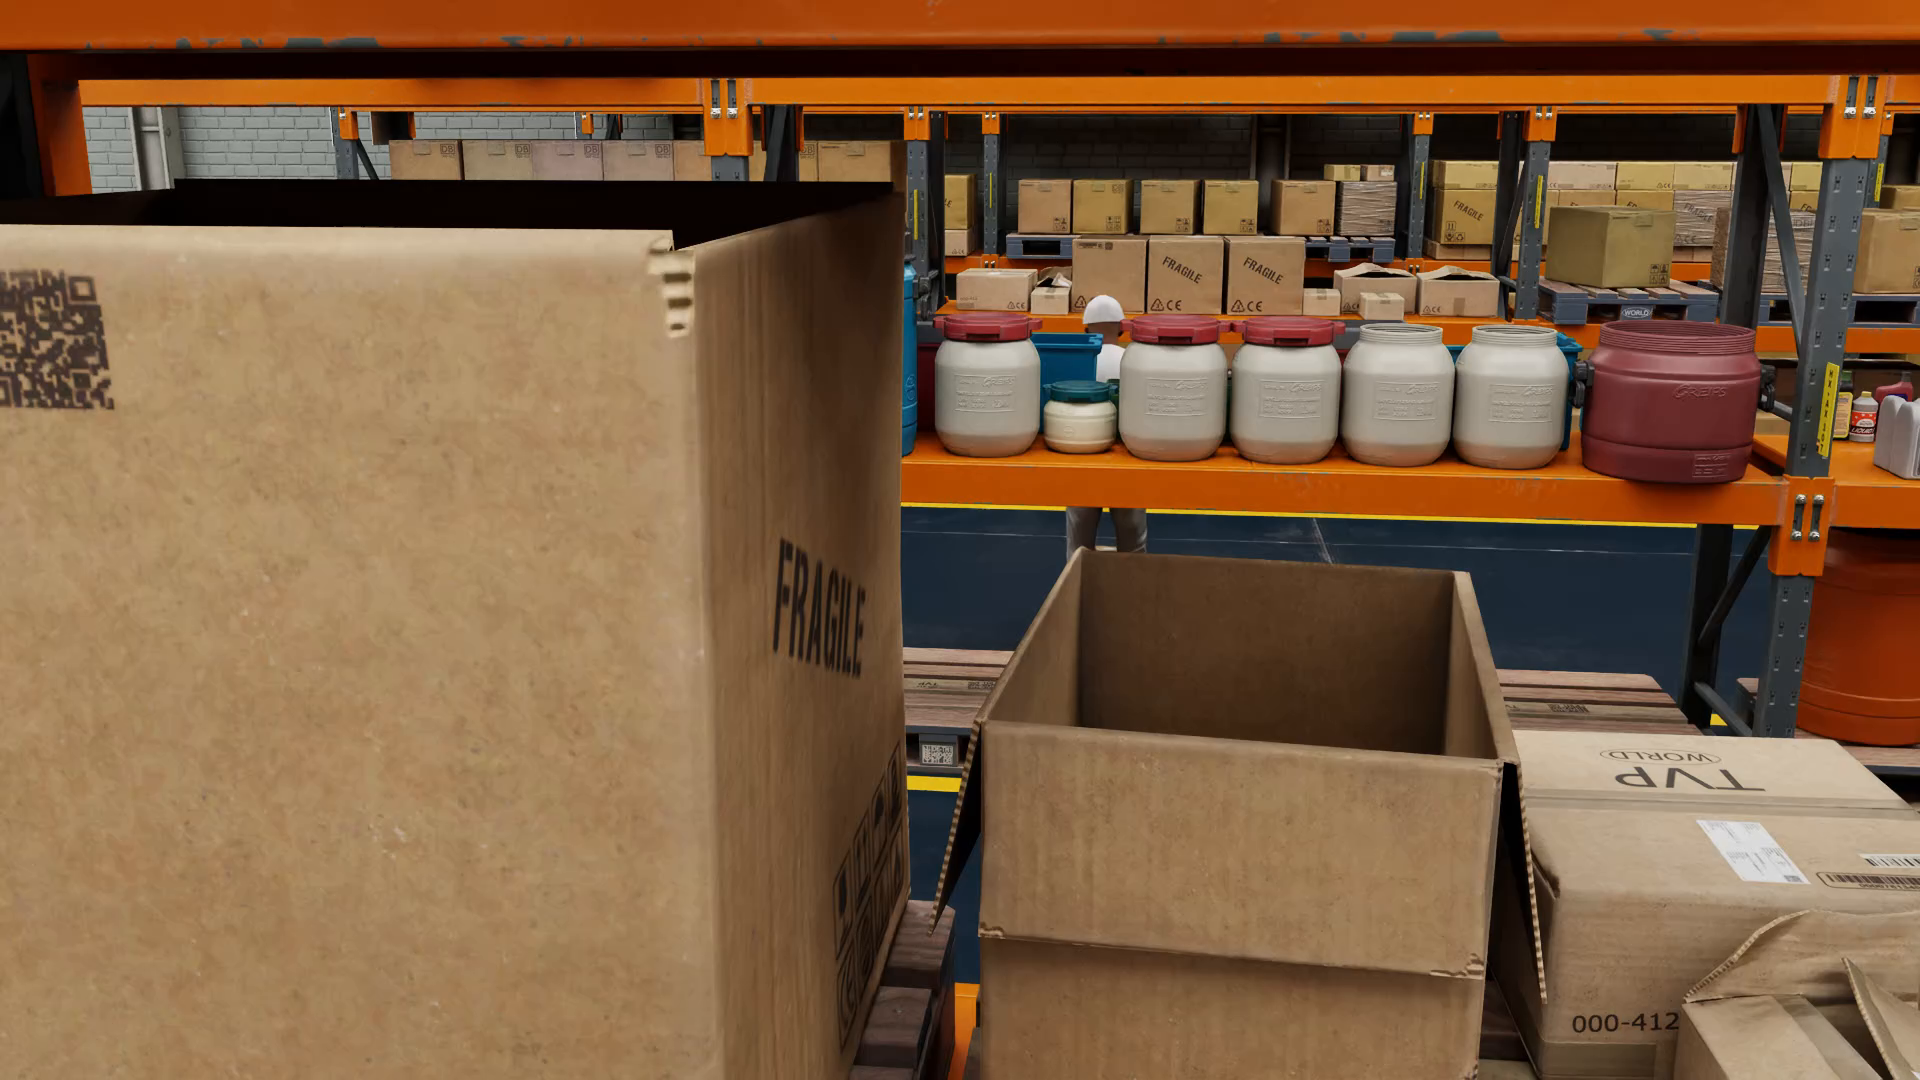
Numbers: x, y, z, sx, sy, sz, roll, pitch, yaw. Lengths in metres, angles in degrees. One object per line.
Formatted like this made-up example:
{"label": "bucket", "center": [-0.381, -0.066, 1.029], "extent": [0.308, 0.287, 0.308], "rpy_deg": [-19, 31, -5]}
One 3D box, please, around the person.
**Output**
{"label": "person", "center": [0.719, -0.329, 8.271], "extent": [0.618, 1.760, 0.460], "rpy_deg": [1, 14, 4]}
